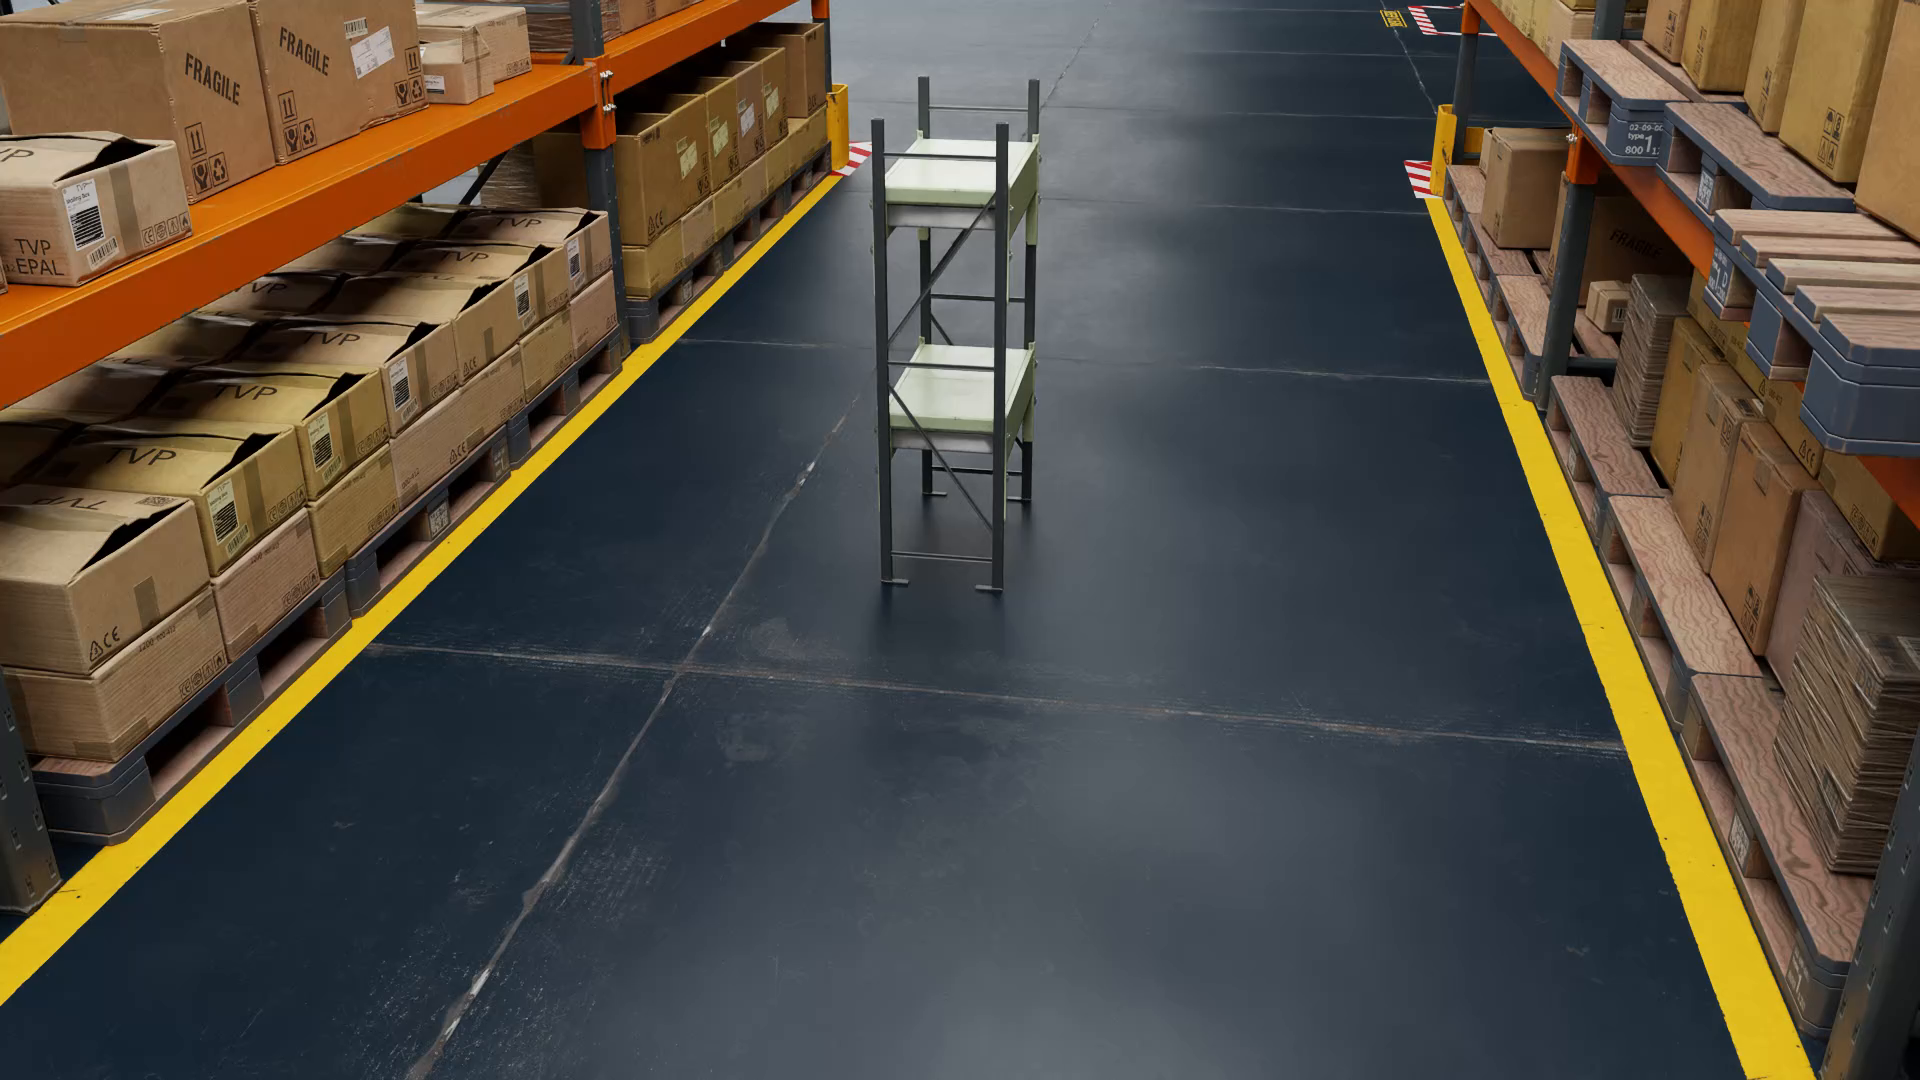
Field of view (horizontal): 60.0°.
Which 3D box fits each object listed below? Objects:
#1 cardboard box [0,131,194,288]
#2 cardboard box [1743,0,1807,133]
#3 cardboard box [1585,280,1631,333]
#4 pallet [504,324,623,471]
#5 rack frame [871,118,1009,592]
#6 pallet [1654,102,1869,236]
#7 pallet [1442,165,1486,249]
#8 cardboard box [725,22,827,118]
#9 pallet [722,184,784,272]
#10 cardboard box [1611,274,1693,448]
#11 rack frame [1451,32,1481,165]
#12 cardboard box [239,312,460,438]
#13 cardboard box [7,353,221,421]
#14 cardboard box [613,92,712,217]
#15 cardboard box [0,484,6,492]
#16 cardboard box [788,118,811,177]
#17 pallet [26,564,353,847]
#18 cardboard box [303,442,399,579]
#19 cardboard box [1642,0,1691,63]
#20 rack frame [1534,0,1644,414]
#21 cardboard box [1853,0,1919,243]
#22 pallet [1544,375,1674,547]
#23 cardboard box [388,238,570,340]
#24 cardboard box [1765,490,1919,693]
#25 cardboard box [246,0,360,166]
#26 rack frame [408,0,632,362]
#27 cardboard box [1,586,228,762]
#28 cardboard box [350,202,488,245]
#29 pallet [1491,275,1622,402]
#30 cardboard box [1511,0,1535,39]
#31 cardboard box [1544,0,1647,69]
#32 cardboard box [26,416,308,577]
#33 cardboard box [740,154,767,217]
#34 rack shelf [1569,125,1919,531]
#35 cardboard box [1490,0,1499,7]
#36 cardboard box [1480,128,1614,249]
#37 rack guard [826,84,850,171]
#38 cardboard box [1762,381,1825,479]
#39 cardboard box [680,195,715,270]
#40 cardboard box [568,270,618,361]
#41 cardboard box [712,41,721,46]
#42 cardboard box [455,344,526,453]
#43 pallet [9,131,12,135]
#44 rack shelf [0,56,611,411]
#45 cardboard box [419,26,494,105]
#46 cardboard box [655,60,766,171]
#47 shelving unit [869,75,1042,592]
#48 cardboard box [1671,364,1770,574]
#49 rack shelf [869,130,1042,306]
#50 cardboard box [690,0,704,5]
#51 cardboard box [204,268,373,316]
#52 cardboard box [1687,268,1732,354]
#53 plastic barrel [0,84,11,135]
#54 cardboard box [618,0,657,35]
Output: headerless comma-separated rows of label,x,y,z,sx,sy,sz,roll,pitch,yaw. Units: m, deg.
cardboard box,-2.313,-0.861,4.157,0.500,0.311,0.500,4,25,8
cardboard box,2.599,-1.395,4.556,0.700,0.500,0.500,8,26,16
cardboard box,2.949,-1.014,7.201,0.380,0.166,0.250,1,25,2
pallet,-2.078,-0.640,6.868,1.003,0.211,1.213,4,25,9
rack frame,-0.059,-0.529,5.111,0.400,1.500,0.023,4,25,9
pallet,2.521,-0.943,4.453,1.003,0.211,1.213,4,25,9
pallet,3.365,-1.913,9.588,1.003,0.211,1.213,4,25,9
cardboard box,-1.137,-2.926,10.327,0.500,0.500,0.500,4,25,9
pallet,-1.628,-1.792,9.330,1.003,0.211,1.213,4,25,9
cardboard box,2.787,-0.630,5.988,0.700,0.500,0.500,5,26,10
rack frame,3.545,-3.545,9.786,1.000,3.000,0.127,4,25,9
cardboard box,-2.028,-0.587,5.552,0.500,0.311,0.500,4,25,8
cardboard box,-2.644,-0.405,5.163,0.500,0.311,0.500,4,25,8
cardboard box,-1.538,-1.880,8.092,0.500,0.500,0.500,4,25,9
cardboard box,-2.807,0.024,4.247,0.500,0.311,0.500,5,25,10
cardboard box,-1.209,-2.377,10.038,0.500,0.250,0.500,4,25,9
pallet,-2.477,0.380,4.688,1.003,0.211,1.213,4,25,9
cardboard box,-2.115,-0.113,5.200,0.500,0.250,0.500,3,25,7
cardboard box,2.774,-1.906,5.647,0.700,0.500,0.500,4,25,9
rack frame,2.891,-1.872,6.211,1.000,3.000,0.127,4,25,9
cardboard box,2.369,-0.877,3.448,0.700,0.500,0.500,2,25,4
pallet,2.765,-0.284,6.107,1.003,0.211,1.213,4,25,9
cardboard box,-1.859,-1.005,6.446,0.500,0.311,0.500,5,25,10
cardboard box,2.503,0.221,4.168,0.700,0.500,0.500,4,25,8
cardboard box,-2.306,-1.509,5.318,0.500,0.500,0.500,4,25,9
rack frame,-1.996,-2.214,6.941,1.000,3.000,0.127,4,25,9
cardboard box,-2.275,0.316,4.286,0.500,0.250,0.500,4,25,8
cardboard box,-2.310,-1.257,6.984,0.500,0.311,0.500,4,25,9
pallet,2.966,-0.893,7.408,1.003,0.211,1.213,4,25,9
cardboard box,2.826,-2.452,7.603,0.500,0.250,0.500,4,25,8
cardboard box,2.670,-2.032,6.707,0.500,0.250,0.500,4,25,9
cardboard box,-2.197,-0.159,4.637,0.500,0.311,0.500,3,25,7
cardboard box,-1.372,-1.959,9.144,0.500,0.250,0.500,4,25,9
rack shelf,2.564,-0.710,4.577,1.077,0.370,4.000,4,25,9
cardboard box,2.992,-2.873,8.504,0.500,0.250,0.500,4,25,8
cardboard box,3.081,-1.787,8.460,0.700,0.500,0.500,2,25,5
rack guard,-1.339,-2.765,11.067,1.175,0.500,0.348,4,25,9
cardboard box,2.538,-0.360,4.526,0.500,0.250,0.500,4,25,8
cardboard box,-1.535,-1.540,8.251,0.500,0.250,0.500,4,25,9
cardboard box,-1.778,-0.965,7.022,0.500,0.250,0.500,4,25,8
cardboard box,-1.730,-2.753,9.957,0.500,0.500,0.500,4,25,9
cardboard box,-1.946,-0.540,6.113,0.500,0.250,0.500,5,25,10
pallet,-6.333,-2.594,11.043,1.003,0.211,1.213,4,25,9
rack shelf,-2.323,-1.052,5.307,1.077,0.370,4.000,4,25,9
cardboard box,-1.959,-1.773,6.157,0.396,0.266,0.258,3,25,7
cardboard box,-1.369,-2.298,8.985,0.500,0.500,0.500,4,25,9
shelving unit,0.001,-0.682,5.438,0.431,1.500,0.755,4,25,9
cardboard box,2.629,-0.200,5.069,0.700,0.500,0.500,4,25,9
rack shelf,0.001,-1.036,5.273,0.431,0.370,0.720,4,25,9
cardboard box,-1.682,-3.090,8.695,0.700,0.500,0.500,5,26,10
cardboard box,-2.480,-0.832,6.075,0.500,0.311,0.500,3,25,7
cardboard box,2.719,-0.786,5.435,0.500,0.250,0.500,3,25,7
plastic barrel,-6.343,-2.805,10.643,0.421,0.512,0.421,0,25,0
cardboard box,-1.850,-2.666,7.790,0.700,0.500,0.500,4,25,8
